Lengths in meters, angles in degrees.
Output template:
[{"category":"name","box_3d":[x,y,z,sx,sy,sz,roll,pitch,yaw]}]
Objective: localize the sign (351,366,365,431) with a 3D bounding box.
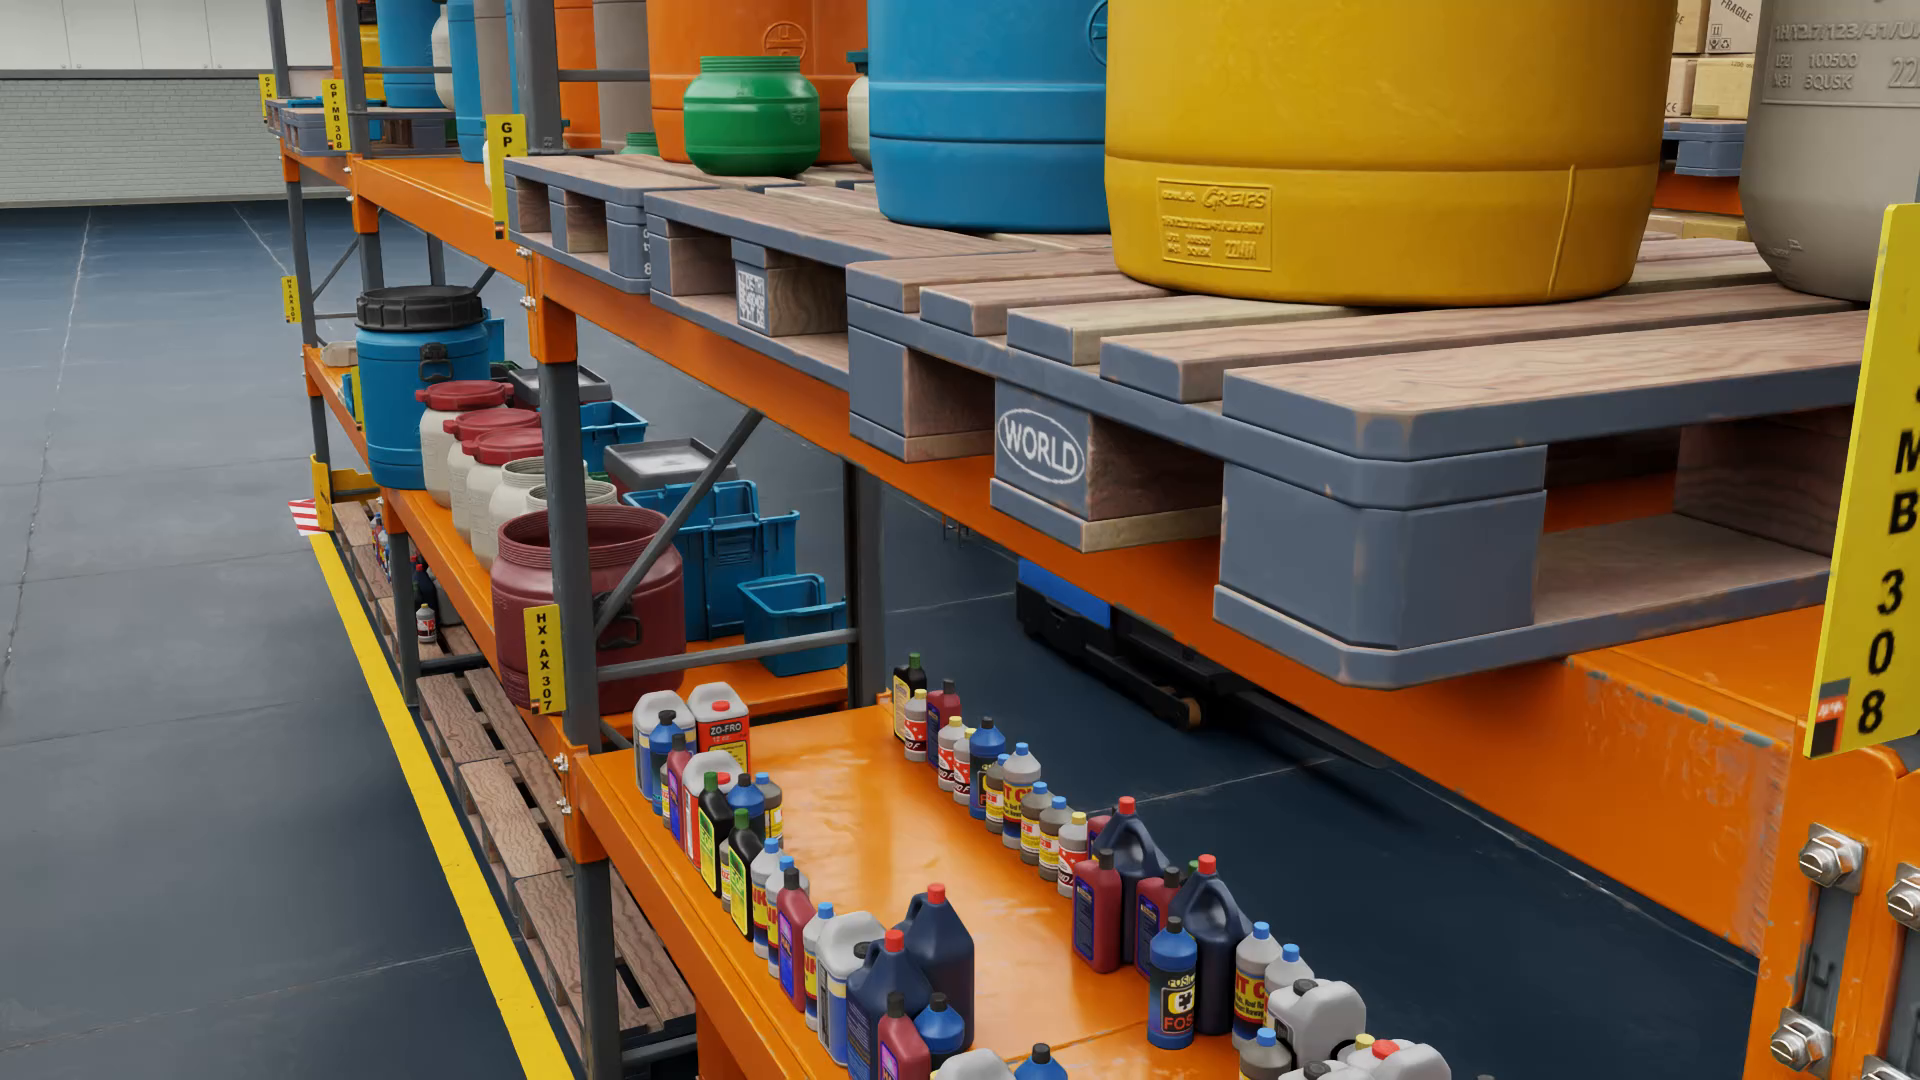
[{"category":"sign","box_3d":[-2.960,-0.704,8.264,0.100,0.325,0.005,-8,18,-25]}]

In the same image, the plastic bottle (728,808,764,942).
[{"category":"plastic bottle","box_3d":[-0.488,0.770,3.840,0.061,0.283,0.133,-8,18,-25]}]

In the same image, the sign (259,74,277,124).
[{"category":"sign","box_3d":[-4.709,-3.007,11.338,0.100,0.325,0.005,-8,18,-25]}]

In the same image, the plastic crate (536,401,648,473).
[{"category":"plastic crate","box_3d":[-1.698,-0.391,7.705,0.392,0.384,0.575,-8,18,-25]}]

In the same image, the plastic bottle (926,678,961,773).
[{"category":"plastic bottle","box_3d":[-0.047,0.519,4.715,0.061,0.283,0.133,-8,18,-25]}]

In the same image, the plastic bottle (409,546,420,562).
[{"category":"plastic bottle","box_3d":[-3.227,0.175,9.709,0.144,0.351,0.185,-8,18,-25]}]

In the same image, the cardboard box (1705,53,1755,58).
[{"category":"cardboard box","box_3d":[6.000,-3.427,12.601,0.500,0.500,0.500,-7,17,-23]}]

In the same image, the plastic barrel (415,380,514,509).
[{"category":"plastic barrel","box_3d":[-2.239,-0.436,7.587,0.433,0.535,0.433,0,16,0]}]

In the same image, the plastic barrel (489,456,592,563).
[{"category":"plastic barrel","box_3d":[-1.536,-0.030,6.216,0.421,0.512,0.421,0,16,0]}]

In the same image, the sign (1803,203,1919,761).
[{"category":"sign","box_3d":[0.549,-0.031,0.967,0.100,0.325,0.005,-8,18,-25]}]

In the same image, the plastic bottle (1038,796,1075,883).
[{"category":"plastic bottle","box_3d":[0.243,0.734,4.114,0.097,0.201,0.097,0,16,0]}]

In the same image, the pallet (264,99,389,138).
[{"category":"pallet","box_3d":[-3.939,-2.761,10.837,1.003,0.211,1.213,-8,18,-25]}]

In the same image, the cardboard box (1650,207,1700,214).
[{"category":"cardboard box","box_3d":[5.990,-2.525,13.986,0.500,0.500,0.500,-7,17,-23]}]

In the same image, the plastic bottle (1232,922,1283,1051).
[{"category":"plastic bottle","box_3d":[0.608,0.907,3.387,0.097,0.271,0.097,0,16,0]}]

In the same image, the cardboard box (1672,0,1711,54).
[{"category":"cardboard box","box_3d":[5.731,-4.039,12.919,0.500,0.500,0.500,-7,17,-22]}]

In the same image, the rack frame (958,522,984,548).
[{"category":"rack frame","box_3d":[0.077,-0.461,11.454,0.200,1.050,0.008,-8,18,-25]}]

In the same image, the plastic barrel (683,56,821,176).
[{"category":"plastic barrel","box_3d":[-0.451,-0.921,3.606,0.294,0.245,0.294,0,16,0]}]

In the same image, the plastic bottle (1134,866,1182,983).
[{"category":"plastic bottle","box_3d":[0.438,0.832,3.626,0.061,0.283,0.133,-8,18,-25]}]

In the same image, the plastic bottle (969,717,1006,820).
[{"category":"plastic bottle","box_3d":[0.073,0.604,4.441,0.097,0.271,0.097,0,16,0]}]

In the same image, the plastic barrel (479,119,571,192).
[{"category":"plastic barrel","box_3d":[-1.475,-1.305,5.674,0.301,0.262,0.301,0,16,0]}]

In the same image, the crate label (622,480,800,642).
[{"category":"crate label","box_3d":[-0.900,0.061,6.036,0.502,0.435,0.616,-8,18,-25]}]

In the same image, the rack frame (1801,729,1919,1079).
[{"category":"rack frame","box_3d":[1.044,1.349,1.612,1.000,3.000,0.127,-8,18,-25]}]

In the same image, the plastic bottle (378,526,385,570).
[{"category":"plastic bottle","box_3d":[-3.549,0.046,10.302,0.097,0.271,0.097,0,16,0]}]

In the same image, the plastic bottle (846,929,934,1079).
[{"category":"plastic bottle","box_3d":[-0.135,0.911,3.227,0.144,0.351,0.185,-8,18,-25]}]

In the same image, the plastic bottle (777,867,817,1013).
[{"category":"plastic bottle","box_3d":[-0.344,0.852,3.557,0.061,0.283,0.133,-8,18,-25]}]

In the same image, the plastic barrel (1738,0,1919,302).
[{"category":"plastic barrel","box_3d":[1.039,-0.521,1.682,0.433,0.535,0.433,0,16,0]}]

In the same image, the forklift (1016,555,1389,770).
[{"category":"forklift","box_3d":[1.459,-0.588,8.485,1.130,2.935,3.031,-8,18,-26]}]

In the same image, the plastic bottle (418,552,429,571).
[{"category":"plastic bottle","box_3d":[-3.147,0.188,9.784,0.061,0.283,0.133,-8,18,-25]}]

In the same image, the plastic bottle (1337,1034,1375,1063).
[{"category":"plastic bottle","box_3d":[0.752,1.022,3.112,0.097,0.201,0.097,0,16,0]}]

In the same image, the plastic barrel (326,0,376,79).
[{"category":"plastic barrel","box_3d":[-3.886,-3.372,11.083,0.600,0.830,0.708,-8,18,-25]}]

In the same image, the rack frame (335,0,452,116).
[{"category":"rack frame","box_3d":[-2.461,-3.518,7.697,1.000,3.000,0.127,-8,18,-25]}]

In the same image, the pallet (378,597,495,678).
[{"category":"pallet","box_3d":[-2.717,0.534,9.507,1.003,0.211,1.213,-8,18,-25]}]

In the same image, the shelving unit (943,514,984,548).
[{"category":"shelving unit","box_3d":[0.023,-0.491,11.560,0.215,1.050,0.252,-8,18,-25]}]

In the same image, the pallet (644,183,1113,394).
[{"category":"pallet","box_3d":[0.113,-0.466,2.839,1.003,0.211,1.213,-8,18,-25]}]

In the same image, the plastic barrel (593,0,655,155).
[{"category":"plastic barrel","box_3d":[-0.873,-1.556,5.386,0.600,0.901,0.600,0,16,0]}]

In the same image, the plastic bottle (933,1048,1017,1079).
[{"category":"plastic bottle","box_3d":[0.039,1.043,2.902,0.152,0.276,0.135,-8,18,-25]}]

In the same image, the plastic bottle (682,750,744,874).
[{"category":"plastic bottle","box_3d":[-0.607,0.678,4.176,0.152,0.276,0.135,-8,18,-25]}]

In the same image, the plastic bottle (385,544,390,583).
[{"category":"plastic bottle","box_3d":[-3.416,0.121,10.041,0.097,0.271,0.097,0,16,0]}]

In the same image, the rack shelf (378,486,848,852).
[{"category":"rack shelf","box_3d":[-1.585,0.207,6.896,1.077,0.370,4.000,-8,18,-25]}]

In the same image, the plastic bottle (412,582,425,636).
[{"category":"plastic bottle","box_3d":[-2.968,0.380,9.115,0.061,0.283,0.133,-7,17,-22]}]

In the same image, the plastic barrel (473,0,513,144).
[{"category":"plastic barrel","box_3d":[-1.756,-2.055,7.129,0.600,0.901,0.600,0,16,0]}]

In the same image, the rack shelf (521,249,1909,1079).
[{"category":"rack shelf","box_3d":[0.168,-0.243,3.026,1.077,0.370,4.000,-8,18,-25]}]

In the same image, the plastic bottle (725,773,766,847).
[{"category":"plastic bottle","box_3d":[-0.526,0.705,4.090,0.097,0.271,0.097,0,16,0]}]

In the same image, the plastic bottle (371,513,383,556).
[{"category":"plastic bottle","box_3d":[-3.699,-0.039,10.599,0.097,0.271,0.097,0,16,0]}]

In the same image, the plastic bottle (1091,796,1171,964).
[{"category":"plastic bottle","box_3d":[0.385,0.757,3.763,0.144,0.351,0.185,-8,18,-25]}]

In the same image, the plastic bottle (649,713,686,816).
[{"category":"plastic bottle","box_3d":[-0.783,0.597,4.464,0.097,0.271,0.097,0,16,0]}]

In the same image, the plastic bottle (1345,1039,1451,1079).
[{"category":"plastic bottle","box_3d":[0.778,1.018,2.990,0.152,0.276,0.135,-8,18,-25]}]

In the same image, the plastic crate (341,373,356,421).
[{"category":"plastic crate","box_3d":[-3.190,-0.805,9.387,0.499,0.251,0.616,-8,18,-25]}]

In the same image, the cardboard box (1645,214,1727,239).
[{"category":"cardboard box","box_3d":[5.736,-2.333,13.318,0.500,0.500,0.500,-8,18,-25]}]

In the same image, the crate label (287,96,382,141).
[{"category":"crate label","box_3d":[-3.690,-2.493,9.831,0.502,0.251,0.408,-8,18,-25]}]

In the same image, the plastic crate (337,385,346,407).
[{"category":"plastic crate","box_3d":[-3.400,-0.880,9.857,0.530,0.136,0.437,-8,18,-25]}]

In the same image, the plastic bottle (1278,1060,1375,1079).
[{"category":"plastic bottle","box_3d":[0.641,1.037,2.926,0.152,0.276,0.135,-8,18,-25]}]

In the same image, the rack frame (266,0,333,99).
[{"category":"rack frame","box_3d":[-4.213,-4.510,11.153,1.000,3.000,0.127,-8,18,-25]}]

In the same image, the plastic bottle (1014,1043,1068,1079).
[{"category":"plastic bottle","box_3d":[0.143,1.026,2.971,0.097,0.271,0.097,0,16,0]}]

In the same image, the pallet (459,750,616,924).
[{"category":"pallet","box_3d":[-1.543,1.199,7.191,1.003,0.211,1.213,-8,18,-25]}]
